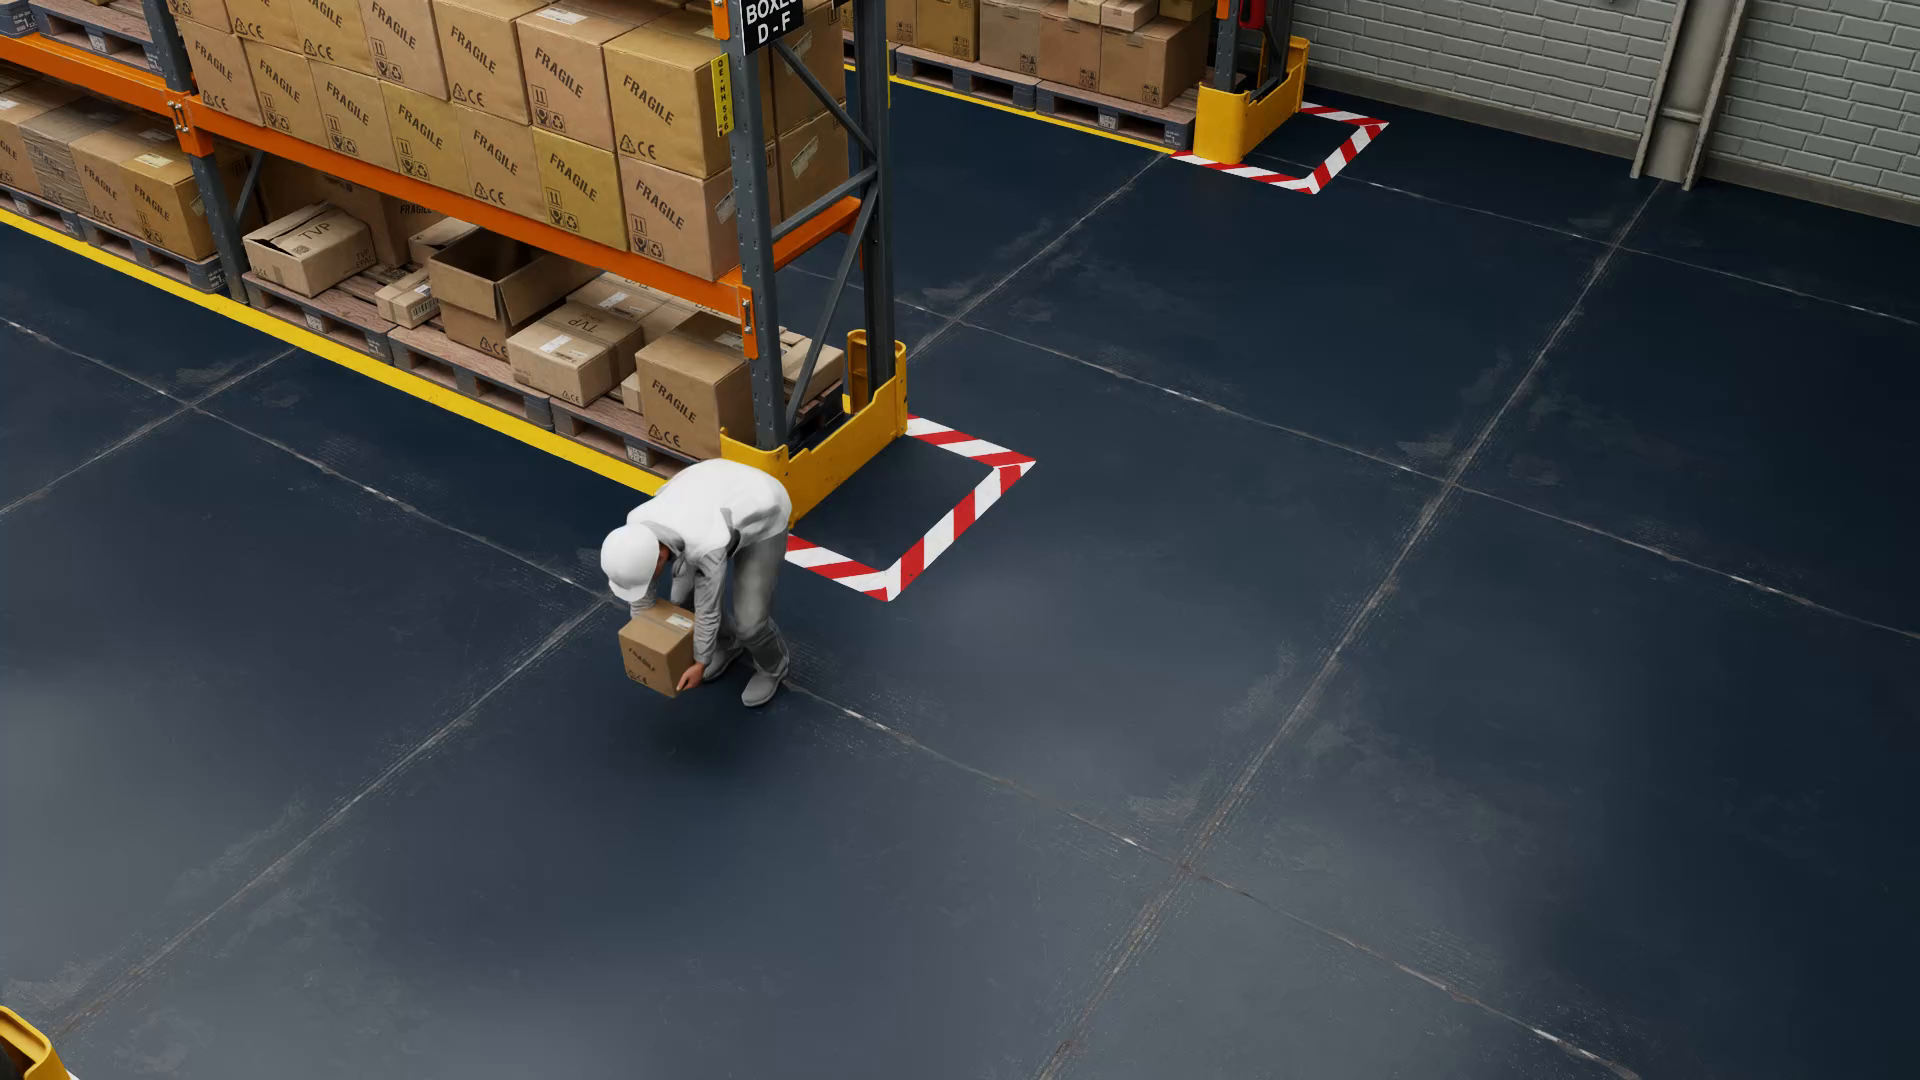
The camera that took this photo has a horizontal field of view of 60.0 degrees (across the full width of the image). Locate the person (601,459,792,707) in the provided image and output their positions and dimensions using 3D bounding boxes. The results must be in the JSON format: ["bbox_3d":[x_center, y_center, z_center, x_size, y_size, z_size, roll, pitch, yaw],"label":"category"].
[{"bbox_3d":[-1.066,0.239,6.819,0.485,1.202,0.981,20,42,23],"label":"person"}]
